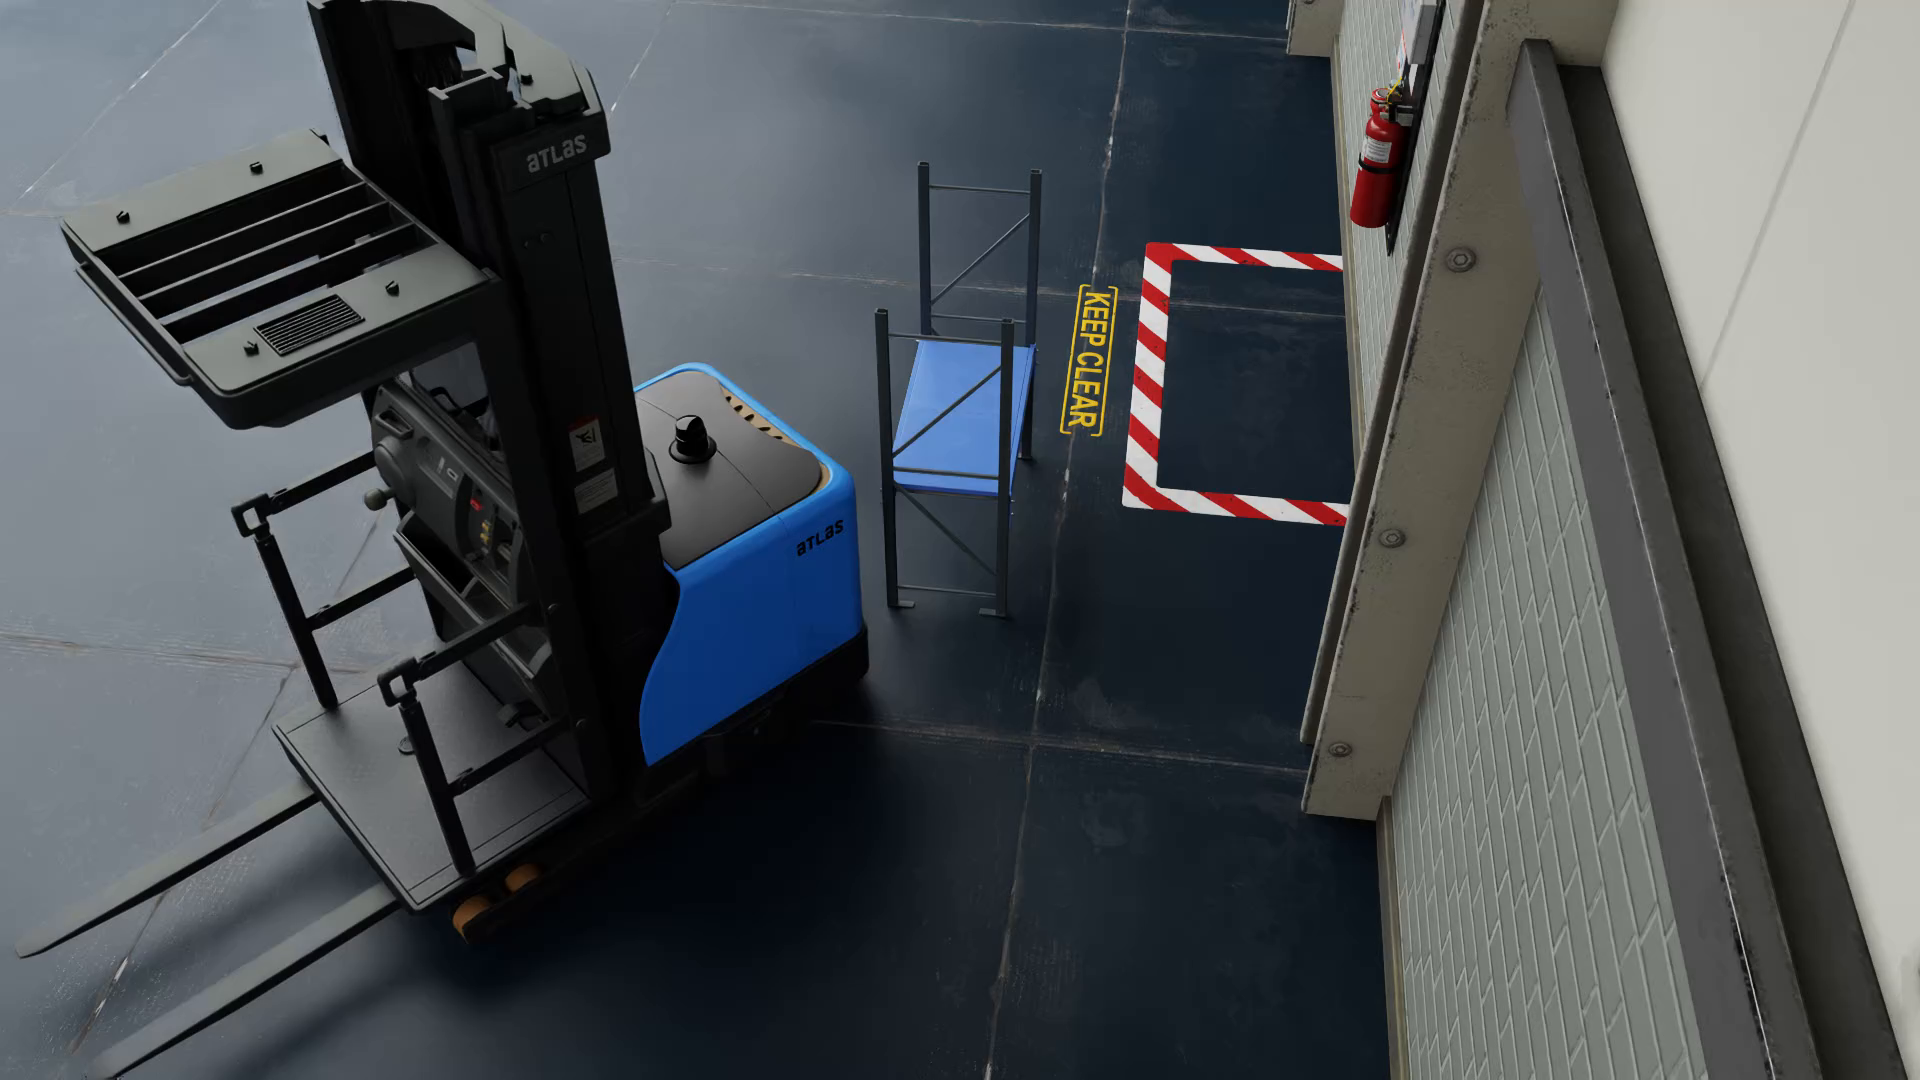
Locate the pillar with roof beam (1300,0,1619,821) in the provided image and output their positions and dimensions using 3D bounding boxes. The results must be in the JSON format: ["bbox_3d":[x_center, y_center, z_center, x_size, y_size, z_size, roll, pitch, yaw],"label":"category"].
[{"bbox_3d":[-2.813,-2.764,3.647,9.100,9.000,0.400,5,44,6],"label":"pillar with roof beam"}]

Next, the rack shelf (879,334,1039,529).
[{"bbox_3d":[0.011,-0.472,6.942,0.538,0.185,1.000,5,44,6],"label":"rack shelf"}]

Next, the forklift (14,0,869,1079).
[{"bbox_3d":[-1.795,-0.077,5.222,3.031,2.935,1.130,-32,52,-29],"label":"forklift"}]

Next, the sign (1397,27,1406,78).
[{"bbox_3d":[1.994,-2.256,7.447,0.001,0.329,0.234,5,44,6],"label":"sign"}]

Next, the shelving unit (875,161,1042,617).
[{"bbox_3d":[0.011,-0.603,6.818,0.538,1.500,1.048,5,44,6],"label":"shelving unit"}]

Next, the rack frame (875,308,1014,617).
[{"bbox_3d":[-0.056,-0.256,6.452,0.500,1.500,0.032,5,44,6],"label":"rack frame"}]

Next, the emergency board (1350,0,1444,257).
[{"bbox_3d":[1.818,-1.875,7.071,0.194,1.169,0.643,5,44,6],"label":"emergency board"}]

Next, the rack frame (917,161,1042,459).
[{"bbox_3d":[0.078,-0.949,7.184,0.500,1.500,0.032,5,44,6],"label":"rack frame"}]

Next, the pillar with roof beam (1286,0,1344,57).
[{"bbox_3d":[-2.020,-6.853,7.965,9.100,9.000,0.400,5,44,6],"label":"pillar with roof beam"}]
